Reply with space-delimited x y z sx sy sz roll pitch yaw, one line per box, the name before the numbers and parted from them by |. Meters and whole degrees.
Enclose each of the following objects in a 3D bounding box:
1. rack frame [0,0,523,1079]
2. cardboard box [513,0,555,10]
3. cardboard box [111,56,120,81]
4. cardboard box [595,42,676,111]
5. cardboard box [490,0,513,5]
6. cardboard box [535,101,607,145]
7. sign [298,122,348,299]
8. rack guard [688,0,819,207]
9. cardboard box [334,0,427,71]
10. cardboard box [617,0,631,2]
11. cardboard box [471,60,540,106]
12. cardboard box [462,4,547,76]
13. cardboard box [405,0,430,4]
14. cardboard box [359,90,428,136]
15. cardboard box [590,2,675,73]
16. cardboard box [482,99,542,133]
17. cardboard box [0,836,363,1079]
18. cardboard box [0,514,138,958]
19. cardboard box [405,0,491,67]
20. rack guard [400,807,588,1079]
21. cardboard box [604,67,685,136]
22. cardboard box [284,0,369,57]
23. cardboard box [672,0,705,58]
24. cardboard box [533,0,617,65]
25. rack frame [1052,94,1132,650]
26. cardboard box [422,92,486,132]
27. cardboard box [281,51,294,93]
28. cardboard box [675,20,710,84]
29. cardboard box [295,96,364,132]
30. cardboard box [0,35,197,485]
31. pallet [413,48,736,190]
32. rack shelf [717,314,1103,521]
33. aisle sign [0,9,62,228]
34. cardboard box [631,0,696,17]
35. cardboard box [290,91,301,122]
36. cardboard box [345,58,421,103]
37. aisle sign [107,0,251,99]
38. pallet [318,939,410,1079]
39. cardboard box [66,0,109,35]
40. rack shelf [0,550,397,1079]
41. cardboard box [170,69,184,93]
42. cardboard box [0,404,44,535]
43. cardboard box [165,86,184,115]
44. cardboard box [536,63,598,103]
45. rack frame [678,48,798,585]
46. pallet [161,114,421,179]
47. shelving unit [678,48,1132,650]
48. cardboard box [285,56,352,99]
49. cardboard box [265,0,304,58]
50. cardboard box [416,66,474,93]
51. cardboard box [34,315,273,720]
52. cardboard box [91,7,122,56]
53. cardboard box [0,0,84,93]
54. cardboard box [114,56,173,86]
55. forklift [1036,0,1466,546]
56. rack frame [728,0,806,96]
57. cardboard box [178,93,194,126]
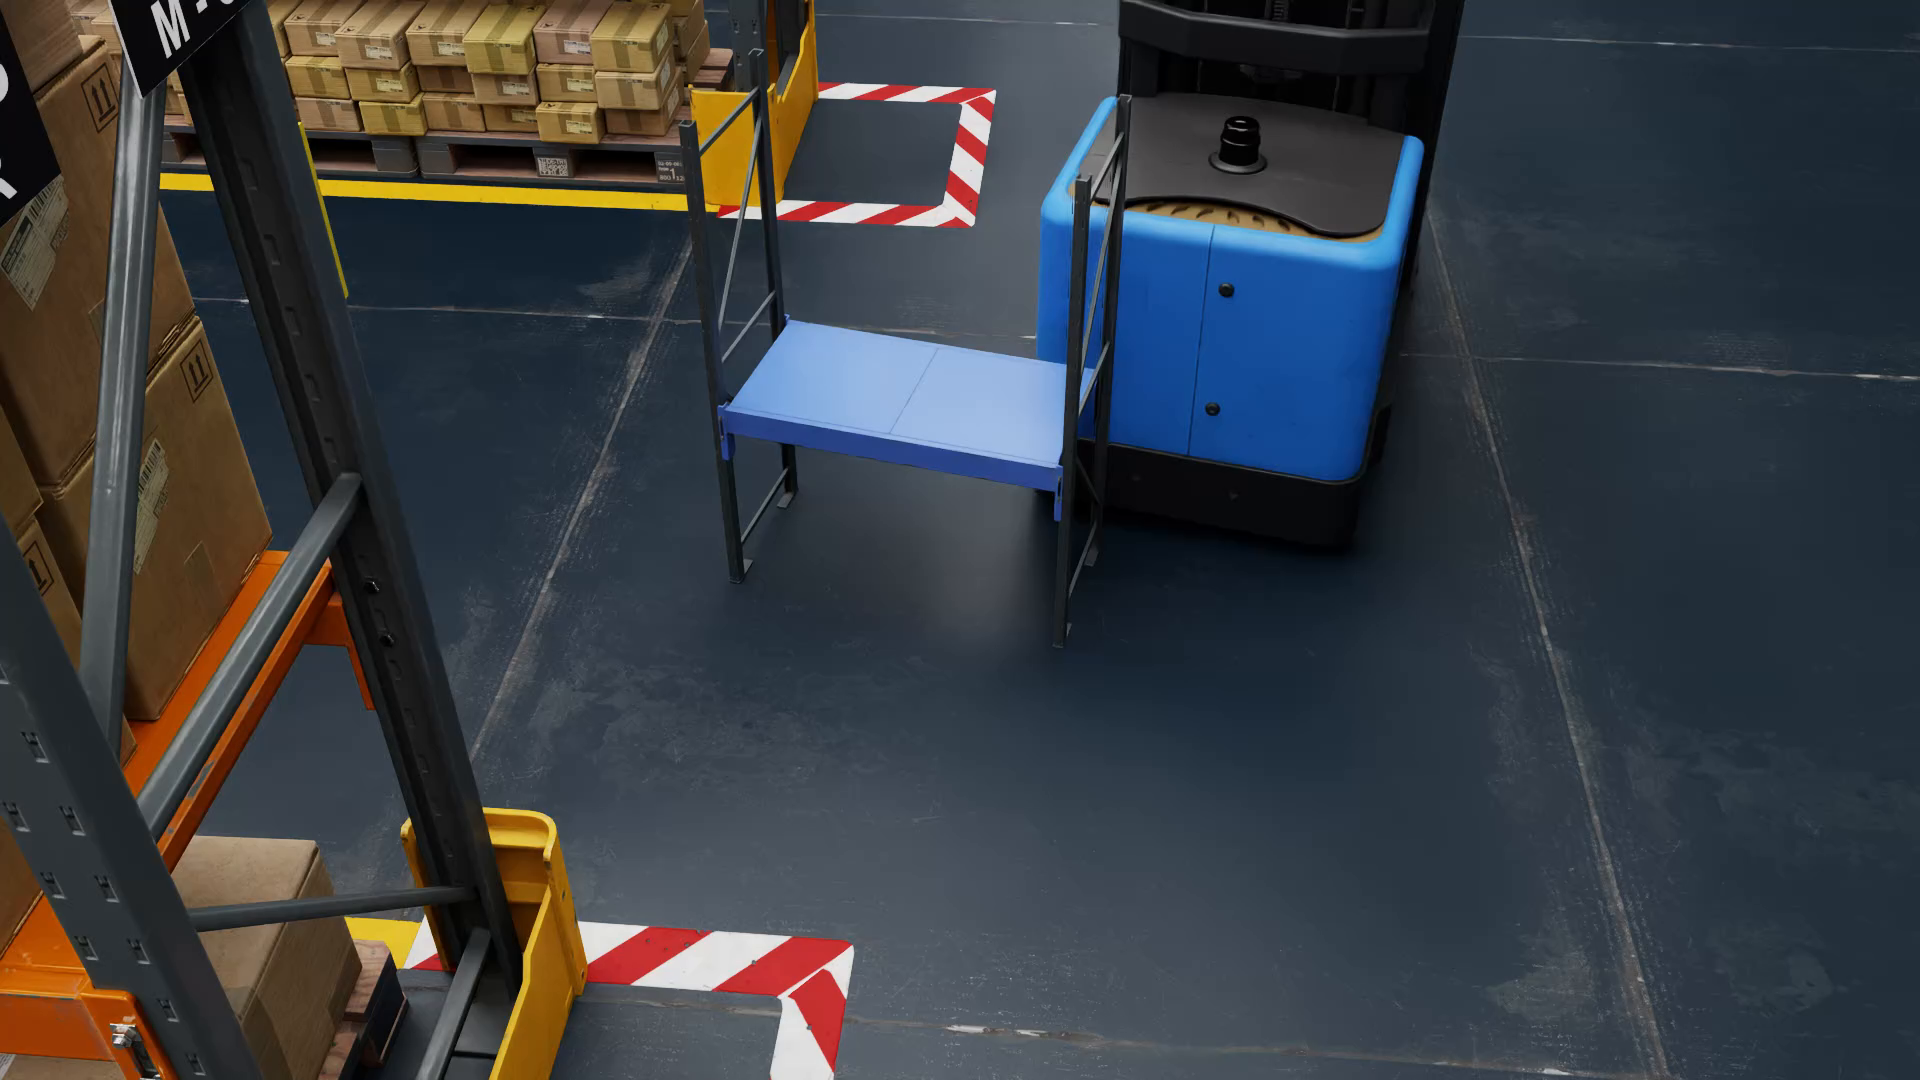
rack frame | -1.130 0.192 2.638 0.127 3.000 1.000 3 39 4
cardboard box | -1.821 -2.491 7.388 0.250 0.149 0.380 3 39 4
cardboard box | -3.681 -2.132 7.183 0.250 0.149 0.380 1 39 2
cardboard box | -1.354 -1.949 6.958 0.250 0.149 0.380 2 39 3
cardboard box | -2.076 -2.452 7.341 0.250 0.149 0.380 1 39 2
cardboard box | -1.611 -1.832 7.050 0.250 0.149 0.380 4 39 5
sign | -1.076 -0.523 2.768 0.005 0.325 0.100 3 39 4
rack guard | -0.880 -1.962 7.264 0.348 0.500 1.175 3 39 4
cardboard box | -2.392 -2.102 6.911 0.250 0.149 0.380 5 39 6
cardboard box | -1.582 -2.396 7.272 0.250 0.149 0.380 4 39 5
cardboard box | -1.872 -1.976 6.991 0.250 0.149 0.380 2 39 2
cardboard box | -1.867 -2.068 6.869 0.250 0.149 0.380 2 39 3
cardboard box | -2.351 -2.473 7.367 0.250 0.149 0.380 5 39 6
cardboard box | -2.374 -1.880 7.109 0.250 0.149 0.380 1 39 2
cardboard box | -1.353 -2.084 6.889 0.250 0.149 0.380 4 39 4
cardboard box | -1.867 -1.900 7.134 0.250 0.149 0.380 3 39 4
cardboard box | -1.796 1.050 3.281 0.875 0.438 0.875 2 39 2
cardboard box | -1.634 0.293 2.434 0.500 0.500 0.500 3 39 4
cardboard box | -2.120 -2.122 6.936 0.250 0.149 0.380 2 39 2
rack guard | -1.106 1.163 3.426 0.348 0.500 1.175 3 39 4
cardboard box | -1.346 -1.882 7.111 0.250 0.149 0.380 4 39 5
cardboard box | -2.645 -2.186 7.014 0.250 0.149 0.380 2 39 2
cardboard box | -1.304 -2.289 7.377 0.250 0.149 0.380 5 39 6
cardboard box | -1.598 -2.134 6.950 0.250 0.149 0.380 4 39 5
rack frame | 0.357 -0.415 4.572 0.032 1.500 0.500 11 40 13
cardboard box | -2.114 -1.906 7.141 0.250 0.149 0.380 4 39 4
cardboard box | -2.920 -2.019 7.045 0.250 0.149 0.380 4 39 4
cardboard box | -1.298 -2.214 7.520 0.250 0.149 0.380 4 39 5
cardboard box | -2.644 -1.908 7.143 0.250 0.149 0.380 4 39 5
cardboard box | -1.584 -0.440 2.543 0.500 0.500 0.500 2 39 3
pallet | -1.686 -1.916 7.437 1.213 0.211 1.003 3 39 4
rack shelf | -0.130 -0.368 4.799 1.000 0.185 0.538 11 40 13
aisle sign | -1.085 -0.618 1.573 0.004 0.787 0.394 3 39 4
cardboard box | -1.297 -2.457 7.347 0.250 0.149 0.380 1 39 2
cardboard box | -2.890 -1.969 7.218 0.250 0.149 0.380 4 39 5
cardboard box | -2.389 -1.996 7.016 0.250 0.149 0.380 4 39 5
aisle sign | -1.034 -0.995 2.037 0.004 0.787 0.394 3 39 4
pallet | -1.934 1.279 3.512 1.213 0.211 1.003 3 39 4
cardboard box | -3.676 -2.249 7.091 0.250 0.149 0.380 2 39 3
rack shelf | -3.123 0.362 2.999 4.000 0.370 1.077 3 39 4
cardboard box | -3.163 -2.049 7.081 0.250 0.149 0.380 3 39 3
cardboard box | -1.631 -0.111 2.139 0.500 0.500 0.500 4 39 5
cardboard box | -3.408 -2.010 7.269 0.250 0.149 0.380 2 39 2
cardboard box | -1.610 -1.997 7.017 0.250 0.149 0.380 2 39 3
rack frame | -0.617 -0.599 4.798 0.032 1.500 0.500 11 40 13
pallet | -2.898 -1.984 7.520 1.213 0.211 1.003 3 39 4
shelving unit | -0.130 -0.507 4.685 1.048 1.500 0.538 11 40 13
cardboard box | -2.643 -2.022 7.048 0.250 0.149 0.380 5 39 6
cardboard box | -2.909 -2.182 7.010 0.250 0.149 0.380 3 39 4
cardboard box | -2.131 -2.055 7.089 0.250 0.149 0.380 3 39 3
cardboard box | -1.584 -0.054 2.861 0.500 0.500 0.500 3 39 3
cardboard box | -3.430 -2.183 7.011 0.250 0.149 0.380 4 39 5
cardboard box | -1.460 -0.680 2.324 0.250 0.149 0.380 4 39 5
cardboard box | -3.409 -2.102 7.146 0.250 0.149 0.380 5 39 6
forklift | 1.147 -2.056 5.454 1.130 2.935 3.031 11 40 13
rack frame | -0.804 -2.927 6.470 0.127 3.000 1.000 3 39 4
cardboard box | -3.158 -1.935 7.177 0.250 0.149 0.380 2 39 3
